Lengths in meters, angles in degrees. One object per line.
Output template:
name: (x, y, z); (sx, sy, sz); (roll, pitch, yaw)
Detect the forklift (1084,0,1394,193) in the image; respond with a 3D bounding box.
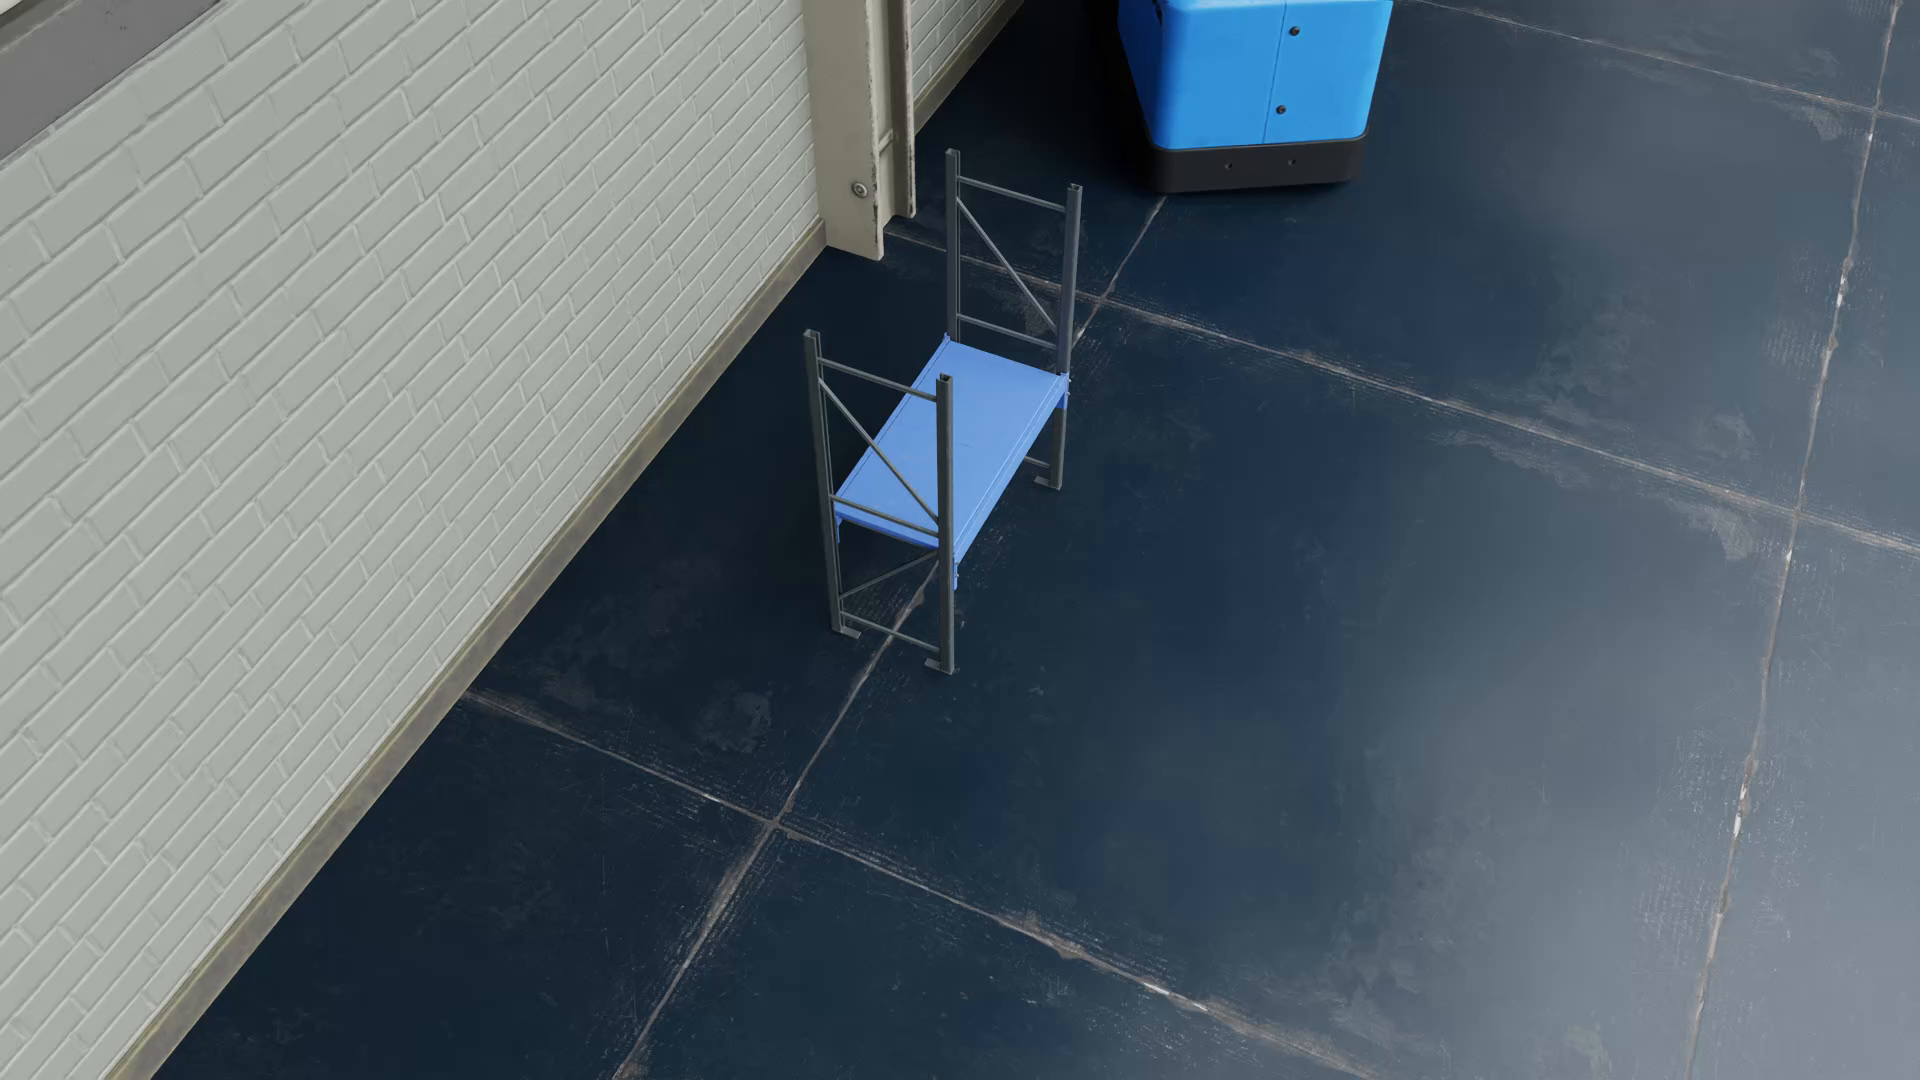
forklift: (1.250, -3.724, 7.810); (1.130, 2.935, 3.031); (-5, 50, -4)

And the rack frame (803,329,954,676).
rack frame: (-0.254, -0.077, 5.646); (0.500, 1.500, 0.032); (20, 52, 16)

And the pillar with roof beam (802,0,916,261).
pillar with roof beam: (3.463, -2.987, 3.198); (9.100, 9.000, 0.400); (20, 52, 16)

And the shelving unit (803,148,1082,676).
shelving unit: (-0.036, -0.427, 5.944); (0.538, 1.500, 1.048); (20, 52, 16)

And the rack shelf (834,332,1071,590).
rack shelf: (-0.036, -0.311, 6.081); (0.538, 0.185, 1.000); (20, 52, 16)

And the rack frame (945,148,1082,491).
rack frame: (0.181, -0.777, 6.242); (0.500, 1.500, 0.032); (20, 52, 16)
